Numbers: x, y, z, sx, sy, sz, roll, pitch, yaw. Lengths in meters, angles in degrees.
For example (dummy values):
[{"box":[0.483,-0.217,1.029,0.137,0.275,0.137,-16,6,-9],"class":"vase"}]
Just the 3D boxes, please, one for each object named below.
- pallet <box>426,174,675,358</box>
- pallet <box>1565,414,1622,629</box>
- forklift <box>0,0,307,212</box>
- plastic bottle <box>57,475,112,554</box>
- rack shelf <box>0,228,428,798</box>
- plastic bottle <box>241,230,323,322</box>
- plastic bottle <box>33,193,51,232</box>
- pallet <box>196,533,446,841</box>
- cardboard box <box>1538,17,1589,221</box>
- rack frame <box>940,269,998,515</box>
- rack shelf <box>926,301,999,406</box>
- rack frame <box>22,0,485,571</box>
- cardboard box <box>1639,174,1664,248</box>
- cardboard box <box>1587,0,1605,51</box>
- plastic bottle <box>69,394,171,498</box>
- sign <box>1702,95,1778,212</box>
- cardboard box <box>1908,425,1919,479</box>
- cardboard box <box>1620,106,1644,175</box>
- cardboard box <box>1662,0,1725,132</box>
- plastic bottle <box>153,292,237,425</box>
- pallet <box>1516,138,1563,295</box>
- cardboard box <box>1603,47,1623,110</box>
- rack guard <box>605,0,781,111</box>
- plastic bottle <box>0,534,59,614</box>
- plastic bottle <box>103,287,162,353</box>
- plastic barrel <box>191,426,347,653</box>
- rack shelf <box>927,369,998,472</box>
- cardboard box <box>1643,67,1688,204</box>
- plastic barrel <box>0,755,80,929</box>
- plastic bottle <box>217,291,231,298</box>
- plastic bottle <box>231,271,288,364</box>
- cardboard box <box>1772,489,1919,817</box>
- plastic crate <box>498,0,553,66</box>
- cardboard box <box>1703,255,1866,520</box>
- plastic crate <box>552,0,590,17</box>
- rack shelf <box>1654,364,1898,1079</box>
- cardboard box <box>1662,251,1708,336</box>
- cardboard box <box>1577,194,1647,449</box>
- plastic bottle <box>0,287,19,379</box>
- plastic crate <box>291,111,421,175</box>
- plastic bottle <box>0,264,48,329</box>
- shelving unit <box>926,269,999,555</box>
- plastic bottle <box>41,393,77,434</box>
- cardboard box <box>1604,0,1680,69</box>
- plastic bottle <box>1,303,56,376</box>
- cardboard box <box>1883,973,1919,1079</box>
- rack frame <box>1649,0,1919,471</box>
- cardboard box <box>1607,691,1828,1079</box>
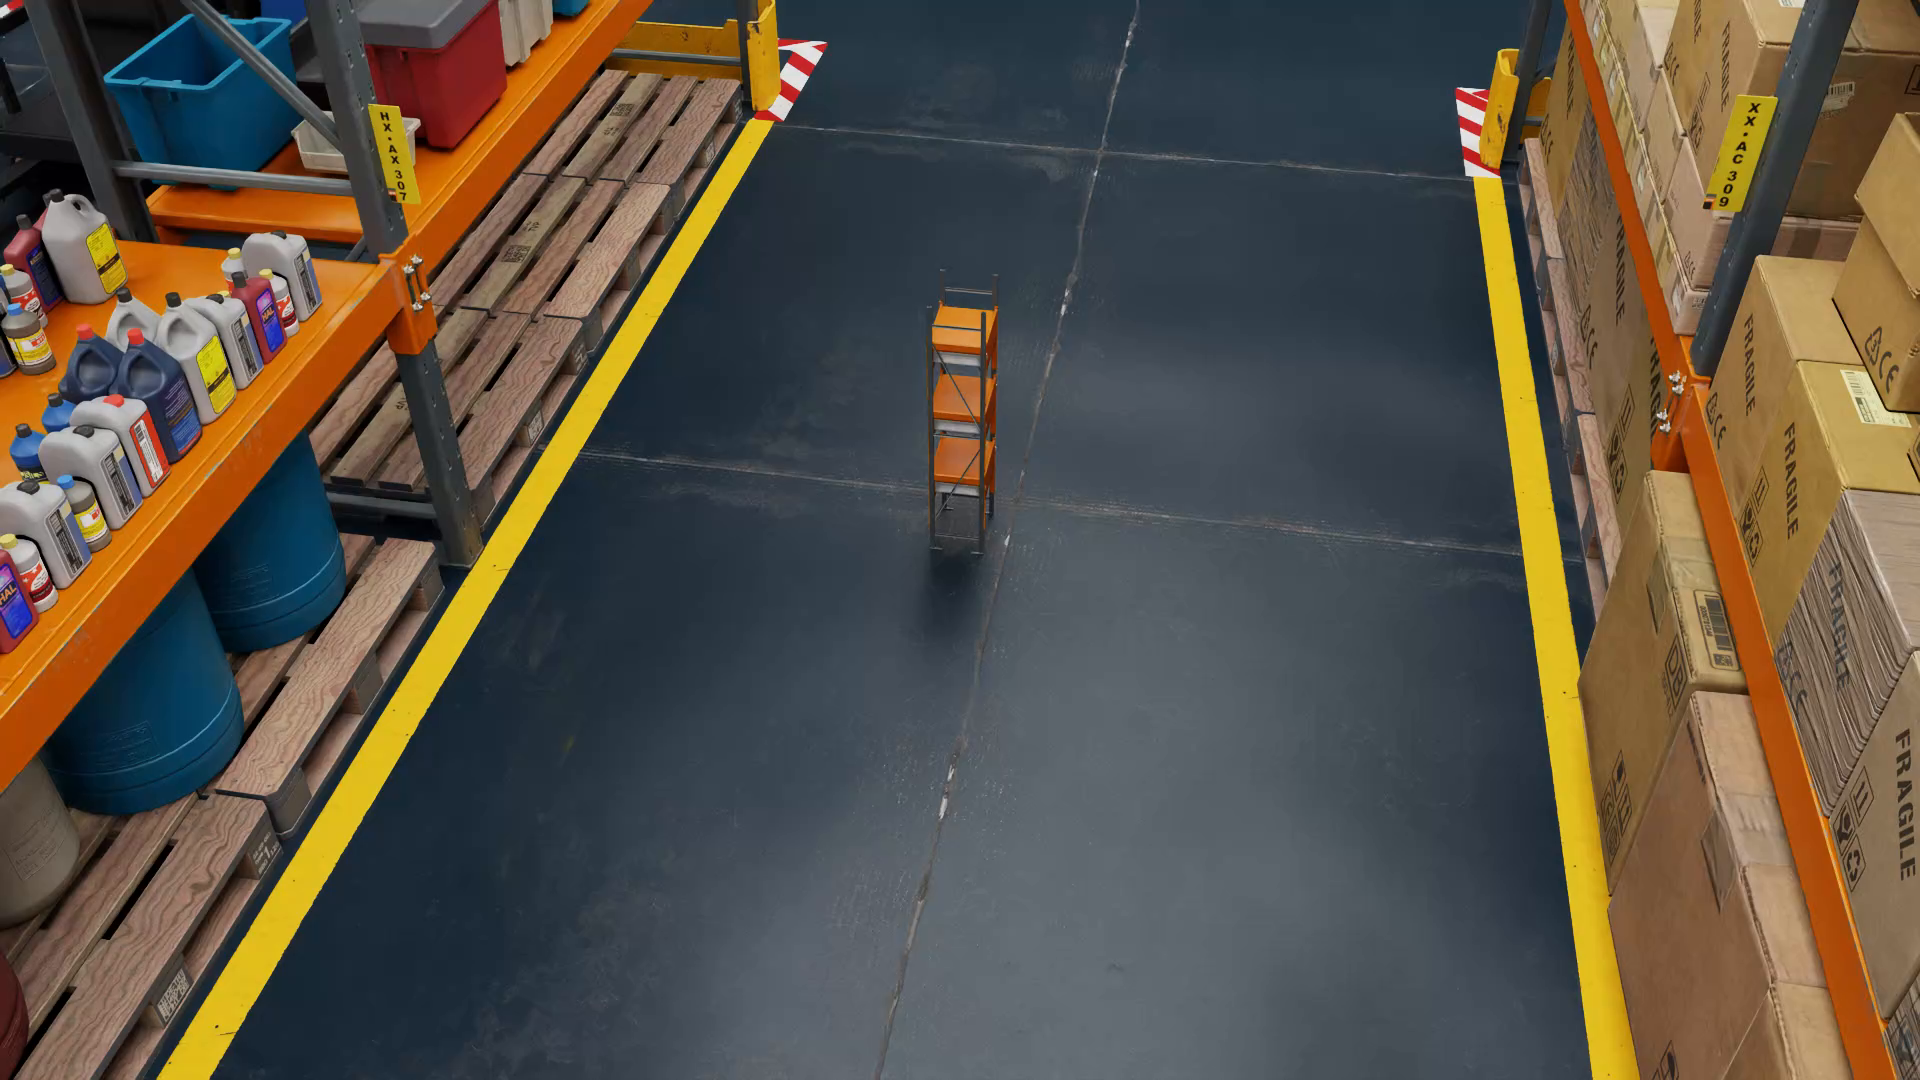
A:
[{"box":[-1.980,-1.296,7.652,1.003,0.211,1.213,6,40,8],"class":"pallet"},{"box":[2.809,0.015,6.067,1.003,0.211,1.213,6,40,8],"class":"pallet"},{"box":[-4.147,-3.070,7.663,1.130,2.935,3.031,8,40,10],"class":"forklift"},{"box":[-2.194,-0.072,4.139,0.097,0.201,0.097,0,40,0],"class":"plastic bottle"},{"box":[-2.624,0.395,3.983,1.077,0.370,4.000,6,40,8],"class":"rack shelf"},{"box":[-2.027,-0.807,4.969,0.152,0.276,0.135,6,40,8],"class":"plastic bottle"},{"box":[-2.761,-0.909,5.088,0.061,0.283,0.133,6,40,8],"class":"plastic bottle"},{"box":[-2.452,0.417,5.580,1.003,0.211,1.213,6,40,8],"class":"pallet"},{"box":[3.261,-2.034,7.694,0.875,0.875,0.875,6,40,8],"class":"cardboard box"},{"box":[0.030,-0.515,6.049,0.200,1.050,0.008,6,40,8],"class":"rack frame"},{"box":[0.009,-0.649,5.782,0.215,0.259,0.240,6,40,8],"class":"rack shelf"},{"box":[-2.278,-1.138,5.272,1.000,3.000,0.127,6,40,8],"class":"rack frame"},{"box":[2.420,-1.045,5.357,0.380,0.149,0.250,6,40,7],"class":"cardboard box"},{"box":[2.686,-2.011,6.526,0.380,0.149,0.250,6,40,7],"class":"cardboard box"},{"box":[-2.178,-0.261,4.309,0.152,0.276,0.135,6,40,8],"class":"plastic bottle"},{"box":[2.054,-1.016,4.383,0.100,0.325,0.005,6,40,8],"class":"sign"},{"box":[2.368,-0.185,3.254,0.797,0.503,0.637,7,40,8],"class":"cardboard box"},{"box":[2.508,-1.368,5.748,0.380,0.149,0.250,7,40,9],"class":"cardboard box"},{"box":[2.508,-1.569,5.090,0.500,0.500,0.500,7,40,8],"class":"cardboard box"},{"box":[-2.114,-0.506,4.546,0.144,0.351,0.185,6,40,8],"class":"plastic bottle"},{"box":[3.231,-1.517,7.919,1.003,0.211,1.213,6,40,8],"class":"pallet"},{"box":[2.598,-1.688,6.135,0.380,0.149,0.250,7,40,8],"class":"cardboard box"},{"box":[-1.594,-2.701,9.125,1.175,0.500,0.348,6,40,8],"class":"rack guard"},{"box":[-2.235,0.074,3.963,0.097,0.201,0.097,0,40,0],"class":"plastic bottle"},{"box":[-2.256,-0.521,4.565,0.144,0.351,0.185,6,40,8],"class":"plastic bottle"},{"box":[-2.389,-0.151,5.396,0.600,0.901,0.708,6,40,8],"class":"plastic barrel"},{"box":[0.009,-0.430,5.963,0.215,0.259,0.240,6,40,8],"class":"rack shelf"},{"box":[2.506,-1.279,5.328,0.500,0.250,0.500,8,40,9],"class":"cardboard box"},{"box":[-2.697,0.788,4.566,0.421,0.512,0.421,0,40,0],"class":"plastic barrel"},{"box":[-2.104,-0.625,4.808,0.097,0.201,0.097,0,40,0],"class":"plastic bottle"},{"box":[-2.023,-0.659,4.785,0.061,0.283,0.133,6,40,8],"class":"plastic bottle"},{"box":[2.102,0.261,3.502,0.500,0.500,0.500,6,40,7],"class":"cardboard box"},{"box":[-1.832,-2.053,6.425,0.437,0.282,0.530,6,40,8],"class":"plastic crate"},{"box":[2.275,-0.369,4.264,0.500,0.500,0.500,7,40,8],"class":"cardboard box"},{"box":[-1.688,-2.289,6.749,0.416,0.233,0.300,6,40,8],"class":"plastic crate"},{"box":[2.254,0.941,3.322,1.077,0.370,4.000,6,40,8],"class":"rack shelf"},{"box":[2.331,-0.722,4.966,0.380,0.149,0.250,7,40,8],"class":"cardboard box"},{"box":[2.949,-0.905,6.328,0.875,0.875,0.875,6,40,8],"class":"cardboard box"},{"box":[-2.796,-0.612,4.733,0.152,0.276,0.135,6,40,8],"class":"plastic bottle"},{"box":[-2.056,-1.335,5.671,0.396,0.136,0.243,6,40,8],"class":"plastic crate"},{"box":[-2.786,-0.720,4.922,0.097,0.201,0.097,0,40,0],"class":"plastic bottle"},{"box":[0.009,-0.438,5.956,0.215,1.050,0.252,6,40,8],"class":"shelving unit"},{"box":[-2.304,-0.261,4.313,0.097,0.271,0.097,0,40,0],"class":"plastic bottle"},{"box":[2.685,-1.917,6.099,0.500,0.250,0.500,6,40,7],"class":"cardboard box"},{"box":[-2.670,-0.581,4.754,0.097,0.201,0.097,0,40,0],"class":"plastic bottle"},{"box":[1.928,0.905,2.723,0.500,0.500,0.500,5,40,6],"class":"cardboard box"},{"box":[2.601,-0.591,4.611,1.000,3.000,0.127,6,40,8],"class":"rack frame"},{"box":[2.356,1.030,3.988,1.225,0.875,0.875,5,40,6],"class":"cardboard box"}]
